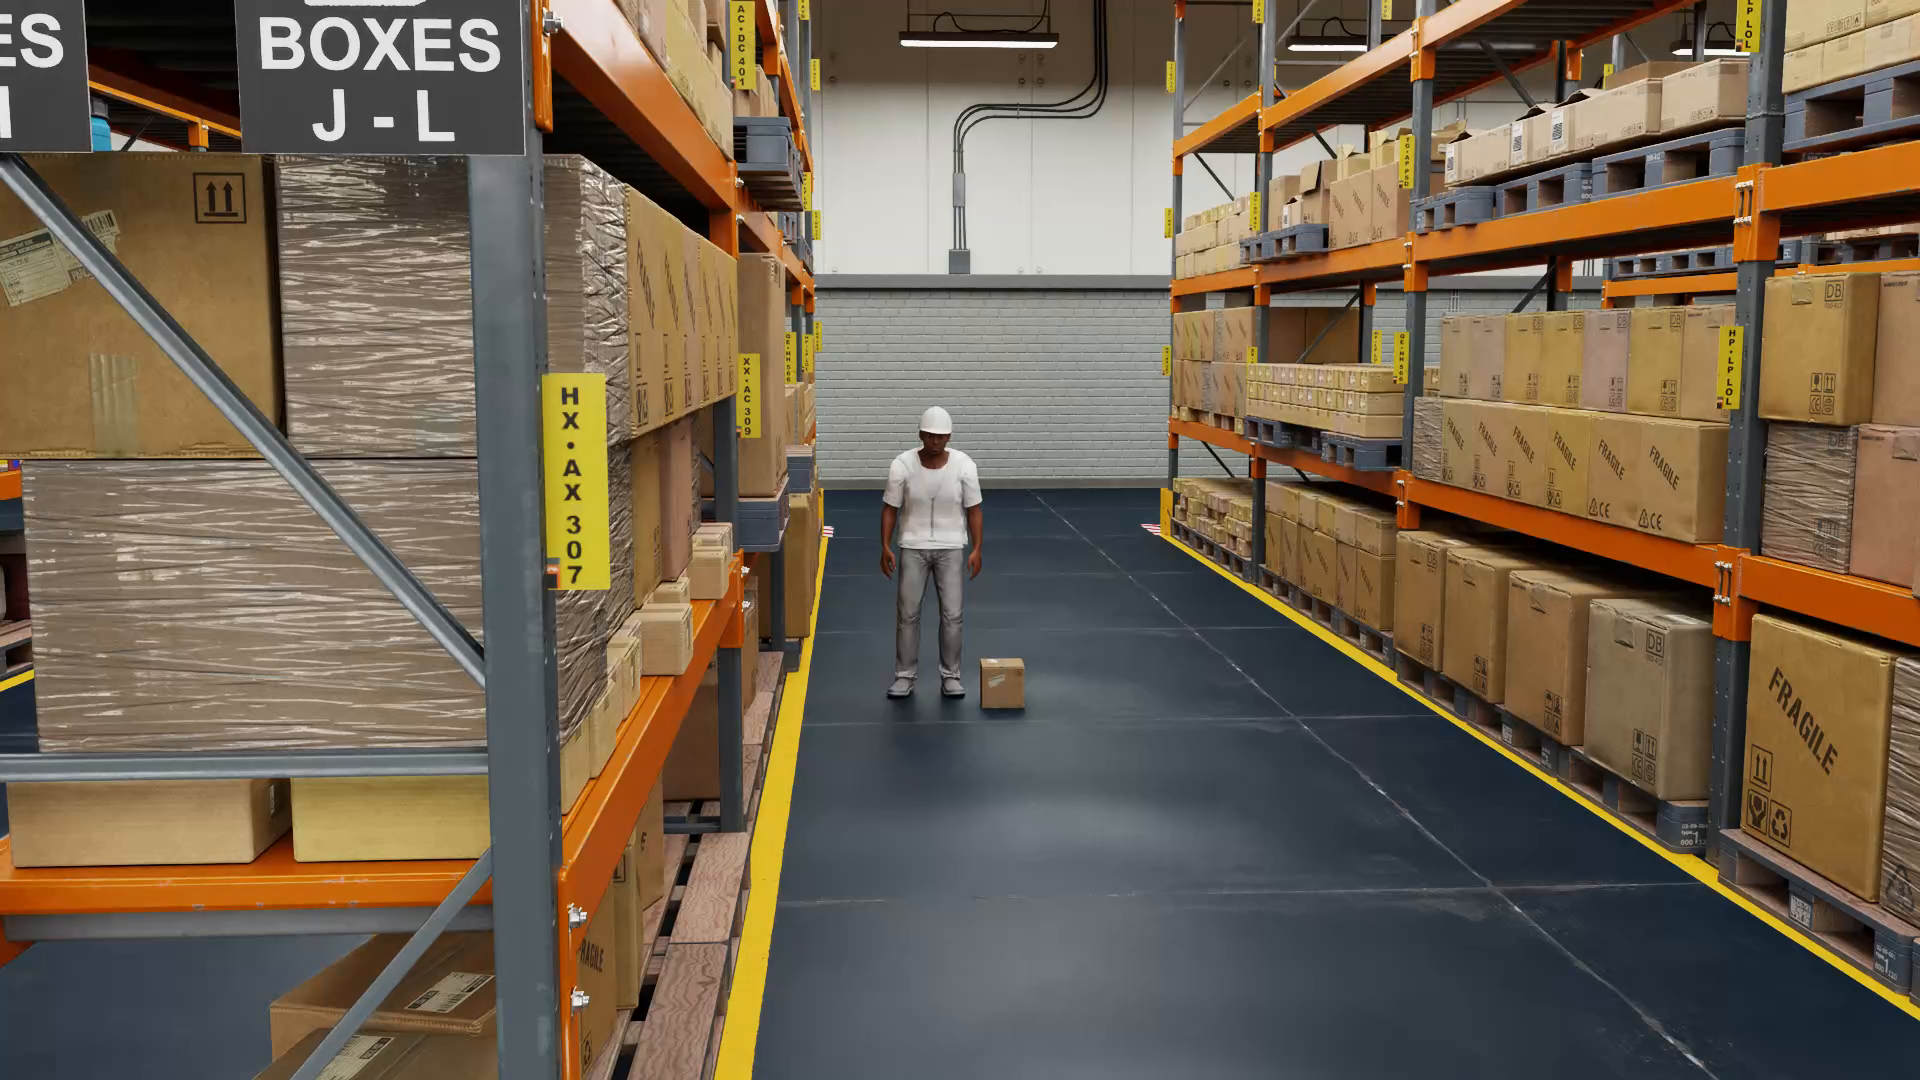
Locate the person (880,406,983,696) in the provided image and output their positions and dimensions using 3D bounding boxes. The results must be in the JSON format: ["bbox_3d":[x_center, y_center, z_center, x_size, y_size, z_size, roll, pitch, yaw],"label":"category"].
[{"bbox_3d":[-0.172,0.068,10.098,0.625,1.760,0.459,0,7,-1],"label":"person"}]
